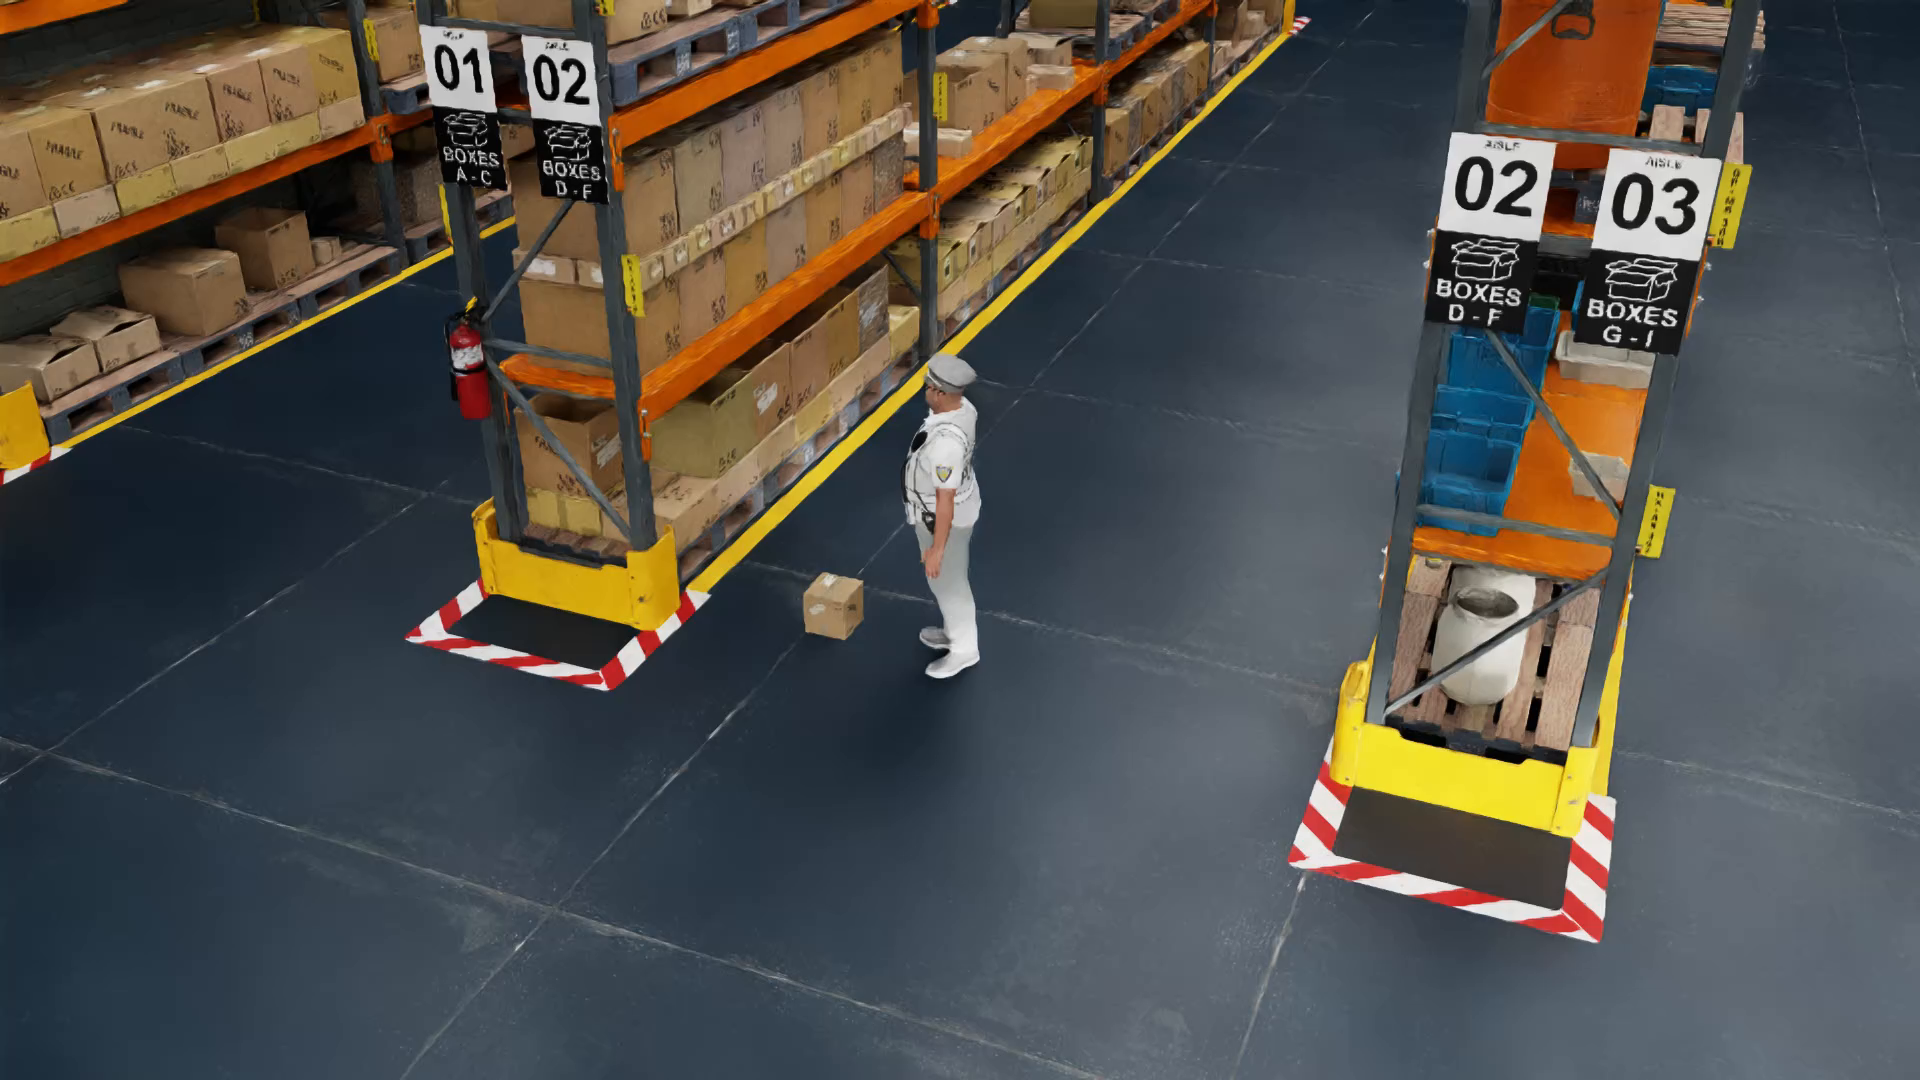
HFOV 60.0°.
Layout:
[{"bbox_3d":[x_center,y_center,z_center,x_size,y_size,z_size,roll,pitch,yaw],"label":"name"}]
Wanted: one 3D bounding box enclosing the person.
[{"bbox_3d":[-0.093,-0.114,8.555,0.403,1.784,0.655,4,30,7],"label":"person"}]
